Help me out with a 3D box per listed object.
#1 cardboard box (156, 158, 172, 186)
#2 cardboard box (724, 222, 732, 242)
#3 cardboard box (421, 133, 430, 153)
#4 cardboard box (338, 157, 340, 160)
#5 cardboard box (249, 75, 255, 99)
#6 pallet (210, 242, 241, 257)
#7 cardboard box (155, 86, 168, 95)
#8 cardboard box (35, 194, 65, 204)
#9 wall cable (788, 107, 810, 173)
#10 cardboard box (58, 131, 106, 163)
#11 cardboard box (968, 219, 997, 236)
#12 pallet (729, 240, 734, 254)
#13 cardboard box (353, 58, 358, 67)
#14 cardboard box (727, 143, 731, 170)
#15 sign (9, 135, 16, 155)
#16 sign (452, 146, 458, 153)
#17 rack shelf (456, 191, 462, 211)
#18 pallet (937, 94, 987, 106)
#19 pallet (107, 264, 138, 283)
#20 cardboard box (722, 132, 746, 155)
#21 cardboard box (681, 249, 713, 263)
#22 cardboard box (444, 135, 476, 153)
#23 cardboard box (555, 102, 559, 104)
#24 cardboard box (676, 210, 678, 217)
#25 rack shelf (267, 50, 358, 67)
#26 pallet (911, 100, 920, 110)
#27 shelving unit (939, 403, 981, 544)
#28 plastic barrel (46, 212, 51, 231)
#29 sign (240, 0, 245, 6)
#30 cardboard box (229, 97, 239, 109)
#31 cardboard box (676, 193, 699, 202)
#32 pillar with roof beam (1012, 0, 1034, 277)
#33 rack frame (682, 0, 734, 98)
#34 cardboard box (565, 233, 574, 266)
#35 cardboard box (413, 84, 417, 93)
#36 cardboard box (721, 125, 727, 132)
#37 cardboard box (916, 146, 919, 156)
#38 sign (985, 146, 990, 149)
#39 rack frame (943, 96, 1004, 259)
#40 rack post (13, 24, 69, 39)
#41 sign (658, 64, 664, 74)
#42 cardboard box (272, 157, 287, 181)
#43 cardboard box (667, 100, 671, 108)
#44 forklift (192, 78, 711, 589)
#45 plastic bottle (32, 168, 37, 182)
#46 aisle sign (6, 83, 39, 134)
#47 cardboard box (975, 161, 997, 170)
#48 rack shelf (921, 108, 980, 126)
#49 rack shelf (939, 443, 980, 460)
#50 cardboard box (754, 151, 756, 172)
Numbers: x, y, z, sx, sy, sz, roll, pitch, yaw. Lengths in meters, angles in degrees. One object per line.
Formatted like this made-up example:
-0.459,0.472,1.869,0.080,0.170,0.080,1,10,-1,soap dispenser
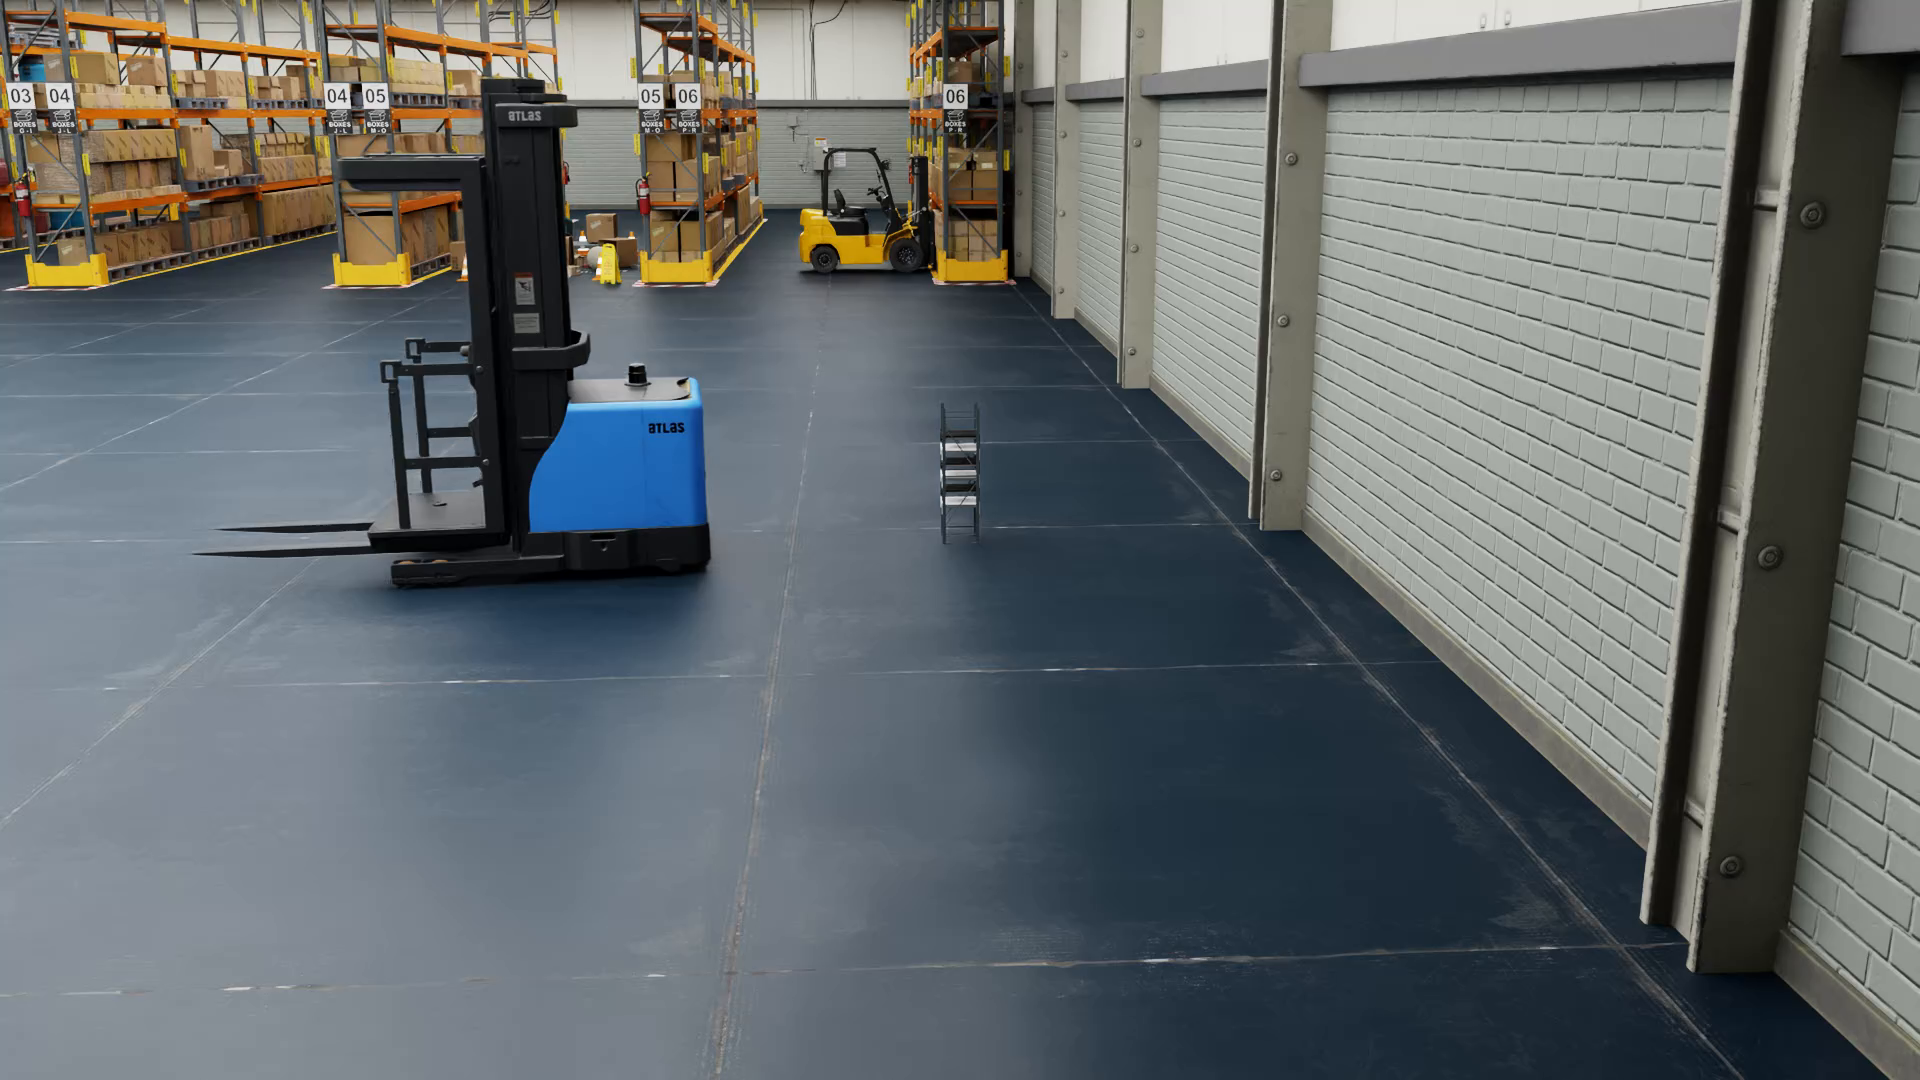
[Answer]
-14.912,-6.702,30.258,0.875,0.500,0.500,-1,14,-3,cardboard box
-5.115,-6.188,33.489,0.950,0.372,0.625,0,14,-2,cardboard box
-9.886,-6.906,29.379,0.875,0.550,0.550,-1,14,-3,cardboard box
-15.205,-9.057,39.912,0.500,0.250,0.500,-1,14,-2,cardboard box
-15.235,-9.474,34.759,0.797,0.503,0.637,0,14,0,cardboard box
-15.006,-5.770,33.028,1.003,0.211,1.213,-1,14,-3,pallet
-14.569,-8.119,30.044,0.380,0.149,0.250,0,14,-2,cardboard box
-14.854,-5.574,27.174,0.380,0.149,0.250,-1,14,-3,cardboard box
-4.688,-11.679,48.358,0.588,1.984,0.122,-1,14,-3,wall cable
-14.392,-6.445,27.253,0.500,0.500,0.500,-1,14,-3,cardboard box
0.374,-5.337,28.417,0.500,0.250,0.500,-1,14,-4,cardboard box
-5.115,-5.923,33.622,1.003,0.211,1.213,-1,14,-3,pallet
-10.047,-7.789,27.119,0.380,0.149,0.250,-1,14,-3,cardboard box
-4.778,-7.540,32.672,0.500,0.500,0.500,-1,14,-4,cardboard box
-15.185,-6.338,26.682,0.100,0.325,0.005,-1,14,-3,sign
-9.367,-7.141,30.863,0.100,0.325,0.005,-1,14,-3,sign
-10.045,-6.823,32.969,1.077,0.370,4.000,-1,14,-3,rack shelf
0.118,-7.749,29.280,1.003,0.211,1.213,-1,14,-3,pallet
-14.650,-4.499,28.088,1.003,0.211,1.213,-1,14,-3,pallet
-5.165,-9.062,38.020,0.500,0.500,0.500,-1,14,-2,cardboard box
-4.513,-4.857,28.561,0.500,0.250,0.500,-1,14,-4,cardboard box
-10.084,-7.836,33.256,0.700,0.500,0.500,-1,14,-4,cardboard box
-10.372,-10.929,41.766,0.500,0.250,0.500,-1,14,-5,cardboard box
-5.166,-5.743,29.198,0.380,0.149,0.250,0,14,-1,cardboard box
-15.497,-11.473,39.804,1.077,0.370,4.000,-1,14,-3,rack shelf
-0.491,-9.783,37.387,1.213,0.211,1.003,-1,14,-3,pallet
-0.001,-0.438,10.922,0.258,0.900,0.210,-1,14,-3,shelving unit
-20.311,-7.081,36.677,0.421,0.512,0.421,0,14,0,plastic barrel
-14.585,-11.024,33.780,0.100,0.325,0.005,-1,14,-3,sign
-14.807,-8.760,33.334,0.500,0.250,0.500,-1,14,-4,cardboard box
-4.553,-5.747,27.846,0.380,0.149,0.250,-1,14,-3,cardboard box
-3.225,-8.884,27.497,9.100,9.000,0.400,-1,14,-3,pillar with roof beam
-5.235,-10.676,34.459,1.000,3.000,0.127,-1,14,-3,rack frame
-7.441,-5.268,30.218,0.797,0.637,0.503,-1,14,-3,cardboard box
-9.453,-7.666,28.243,0.380,0.149,0.250,-1,14,-4,cardboard box
-5.727,-9.751,39.395,0.380,0.149,0.250,-1,14,-2,cardboard box
-0.641,-8.647,37.570,0.700,0.500,0.500,-1,14,-4,cardboard box
0.521,-7.320,31.559,0.100,0.325,0.005,-1,14,-3,sign
0.215,-5.858,27.776,1.000,3.000,0.127,-1,14,-3,rack frame
-20.296,-11.195,36.627,0.937,0.300,0.954,-1,14,-4,rack post
-5.541,-8.660,30.816,0.100,0.325,0.005,-1,14,-3,sign
-14.954,-8.046,36.079,0.500,0.500,0.500,-1,14,-4,cardboard box
-5.071,-7.324,27.957,0.380,0.149,0.250,0,14,-2,cardboard box
-3.107,-1.271,10.083,3.031,2.935,1.130,-2,15,-10,forklift
-19.779,-7.803,35.570,0.061,0.283,0.133,-1,14,-3,plastic bottle
-14.926,-6.867,26.478,0.394,0.787,0.004,-1,14,-3,aisle sign
0.453,-6.309,28.026,0.380,0.149,0.250,-1,14,-5,cardboard box
-0.157,-8.455,33.291,1.077,0.370,4.000,-1,14,-3,rack shelf
-0.001,-0.580,10.886,0.258,0.077,0.200,-1,14,-3,rack shelf
-5.379,-9.440,41.494,0.500,0.500,0.500,0,14,-2,cardboard box
